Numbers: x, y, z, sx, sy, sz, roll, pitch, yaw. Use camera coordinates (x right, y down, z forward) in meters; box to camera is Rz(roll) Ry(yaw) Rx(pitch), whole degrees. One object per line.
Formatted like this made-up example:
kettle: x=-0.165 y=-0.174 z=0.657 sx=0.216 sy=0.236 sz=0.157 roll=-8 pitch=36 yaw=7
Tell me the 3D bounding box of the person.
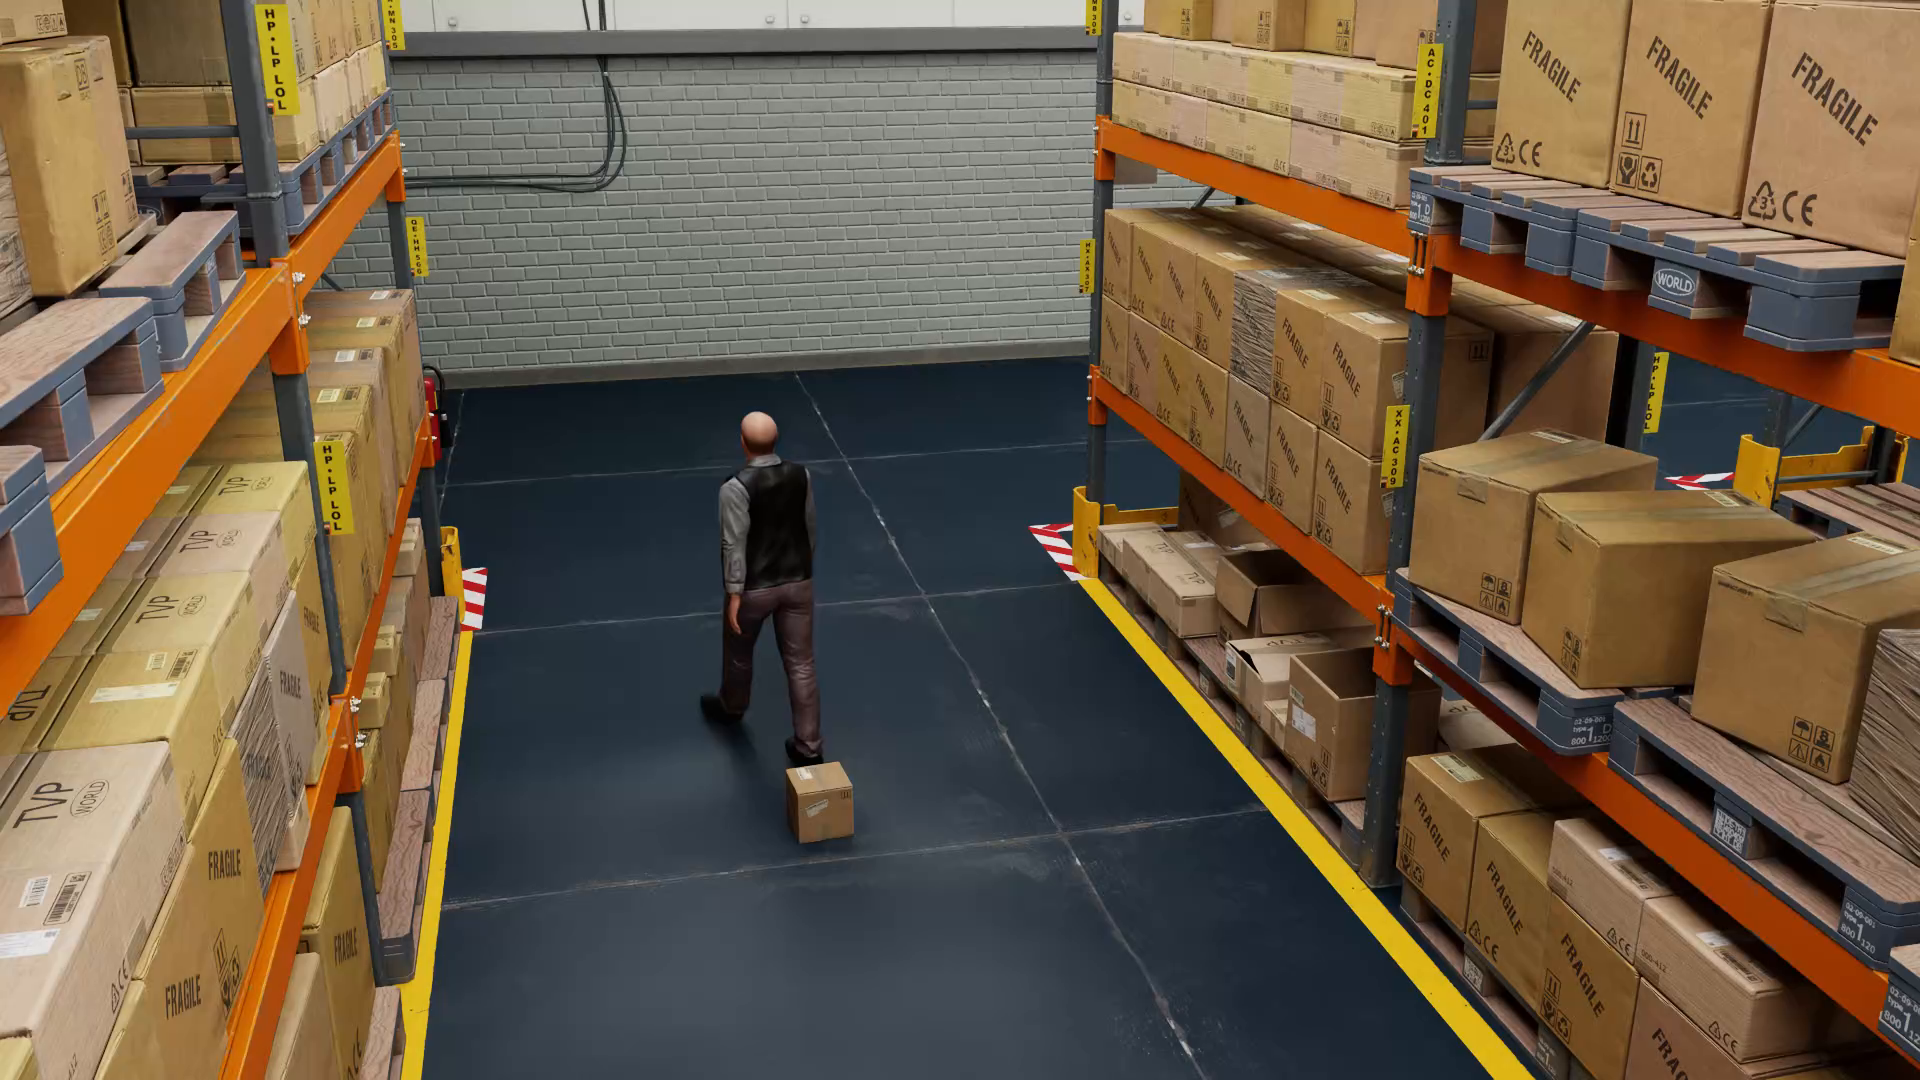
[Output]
person: x=-0.936 y=0.187 z=8.053 sx=0.563 sy=1.655 sz=0.996 roll=-11 pitch=22 yaw=-28
